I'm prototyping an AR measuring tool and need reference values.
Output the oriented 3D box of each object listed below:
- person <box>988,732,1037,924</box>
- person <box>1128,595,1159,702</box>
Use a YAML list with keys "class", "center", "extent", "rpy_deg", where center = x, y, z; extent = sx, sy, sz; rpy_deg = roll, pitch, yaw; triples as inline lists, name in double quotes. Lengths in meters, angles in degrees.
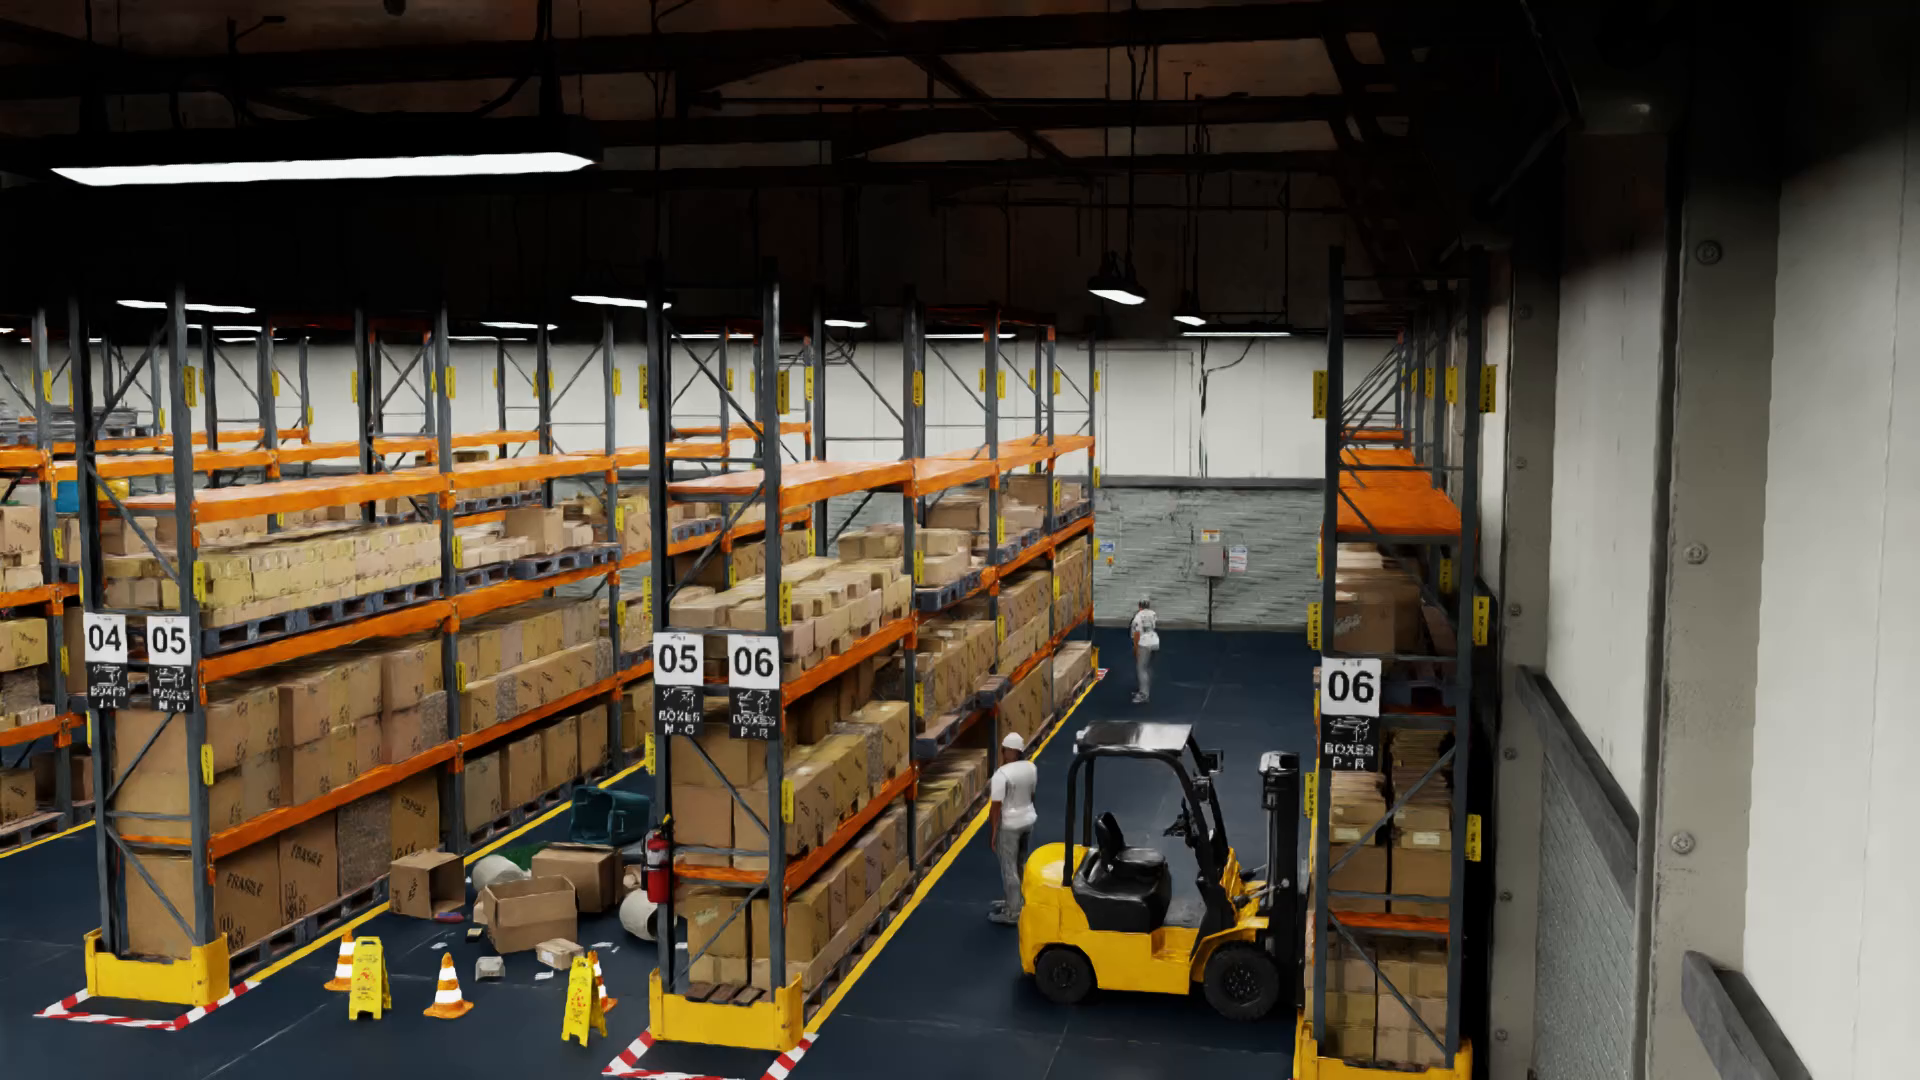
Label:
- class: "person"
  center: [0.453, 2.686, 15.712]
  extent: [0.497, 1.765, 0.625]
  rpy_deg: [6, 8, 44]
- class: "person"
  center: [2.857, 1.692, 26.109]
  extent: [0.480, 1.666, 0.523]
  rpy_deg: [5, 8, 43]
